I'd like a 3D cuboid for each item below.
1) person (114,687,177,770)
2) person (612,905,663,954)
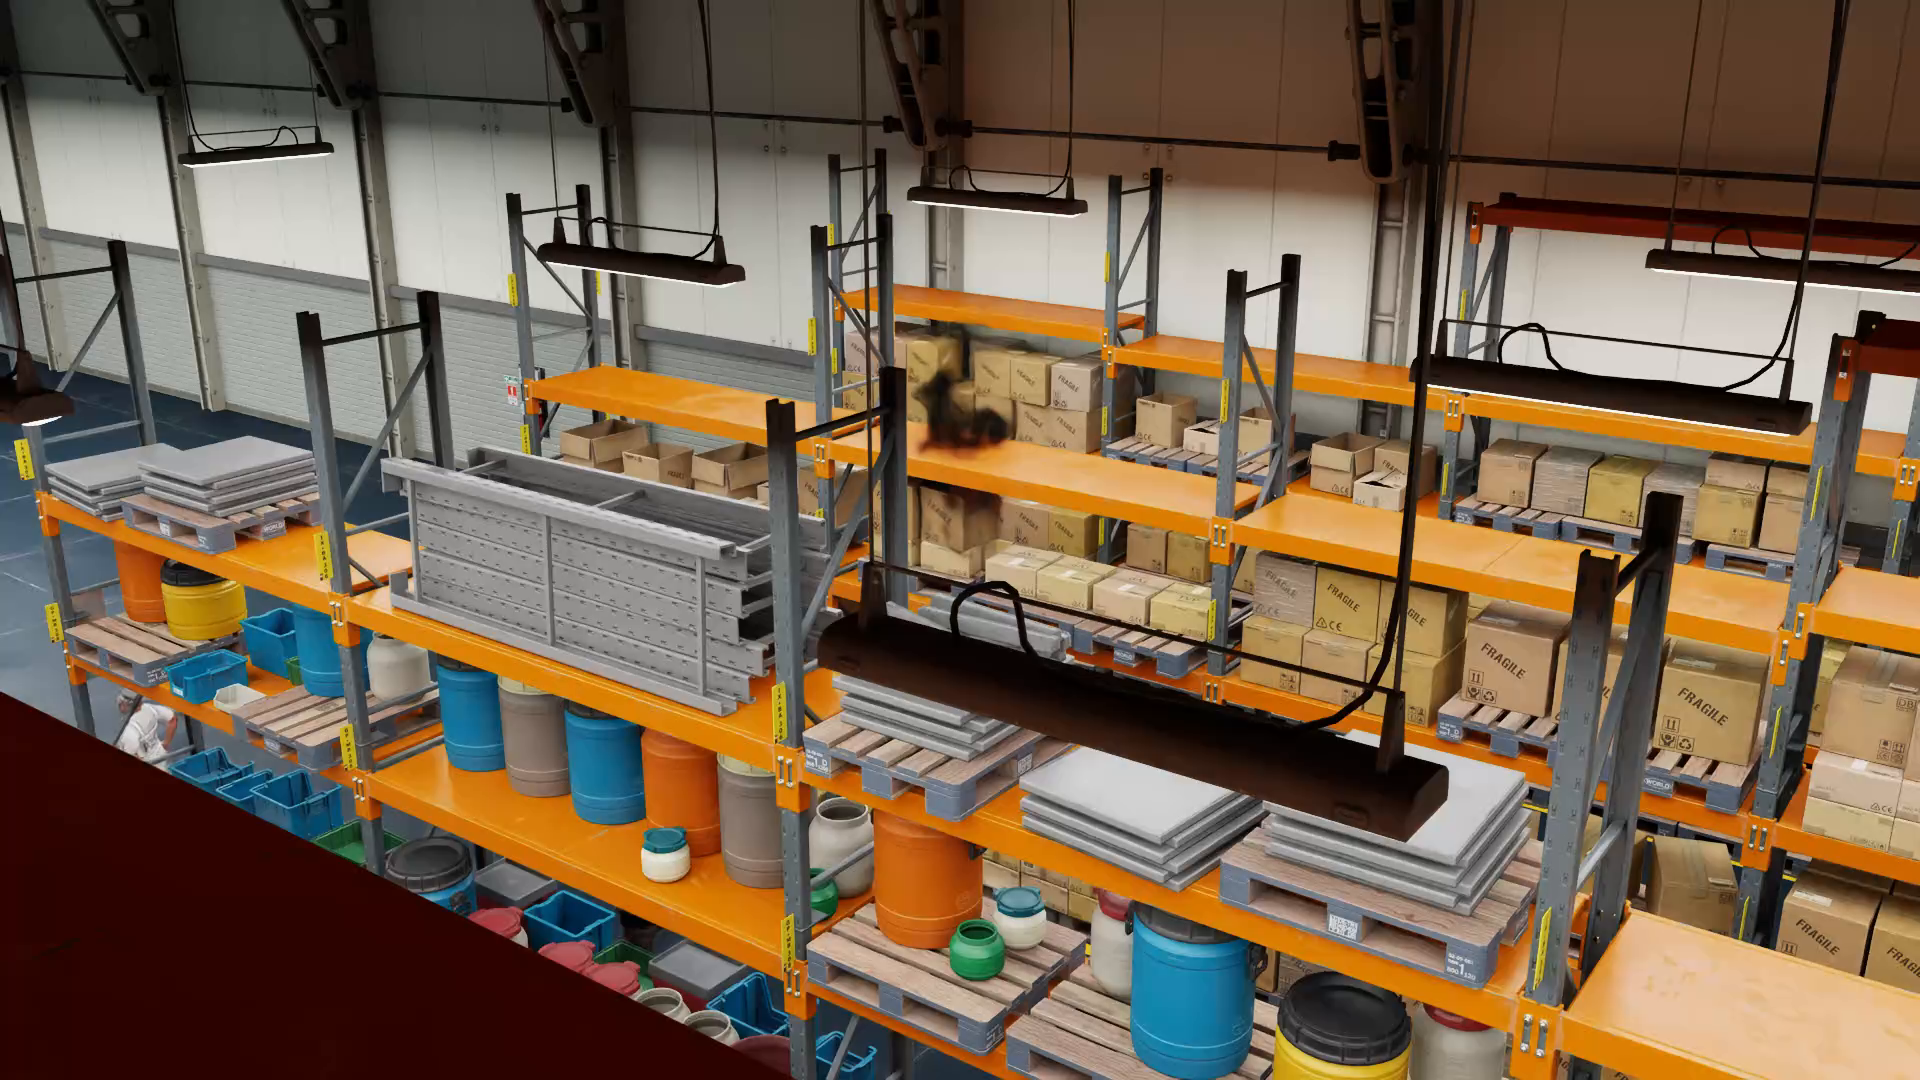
[{"bbox_3d":[-7.804,2.181,15.823,0.815,1.783,0.663,-4,19,-11],"label":"person"},{"bbox_3d":[-2.544,3.038,13.335,0.683,1.703,0.633,9,20,25],"label":"person"}]
